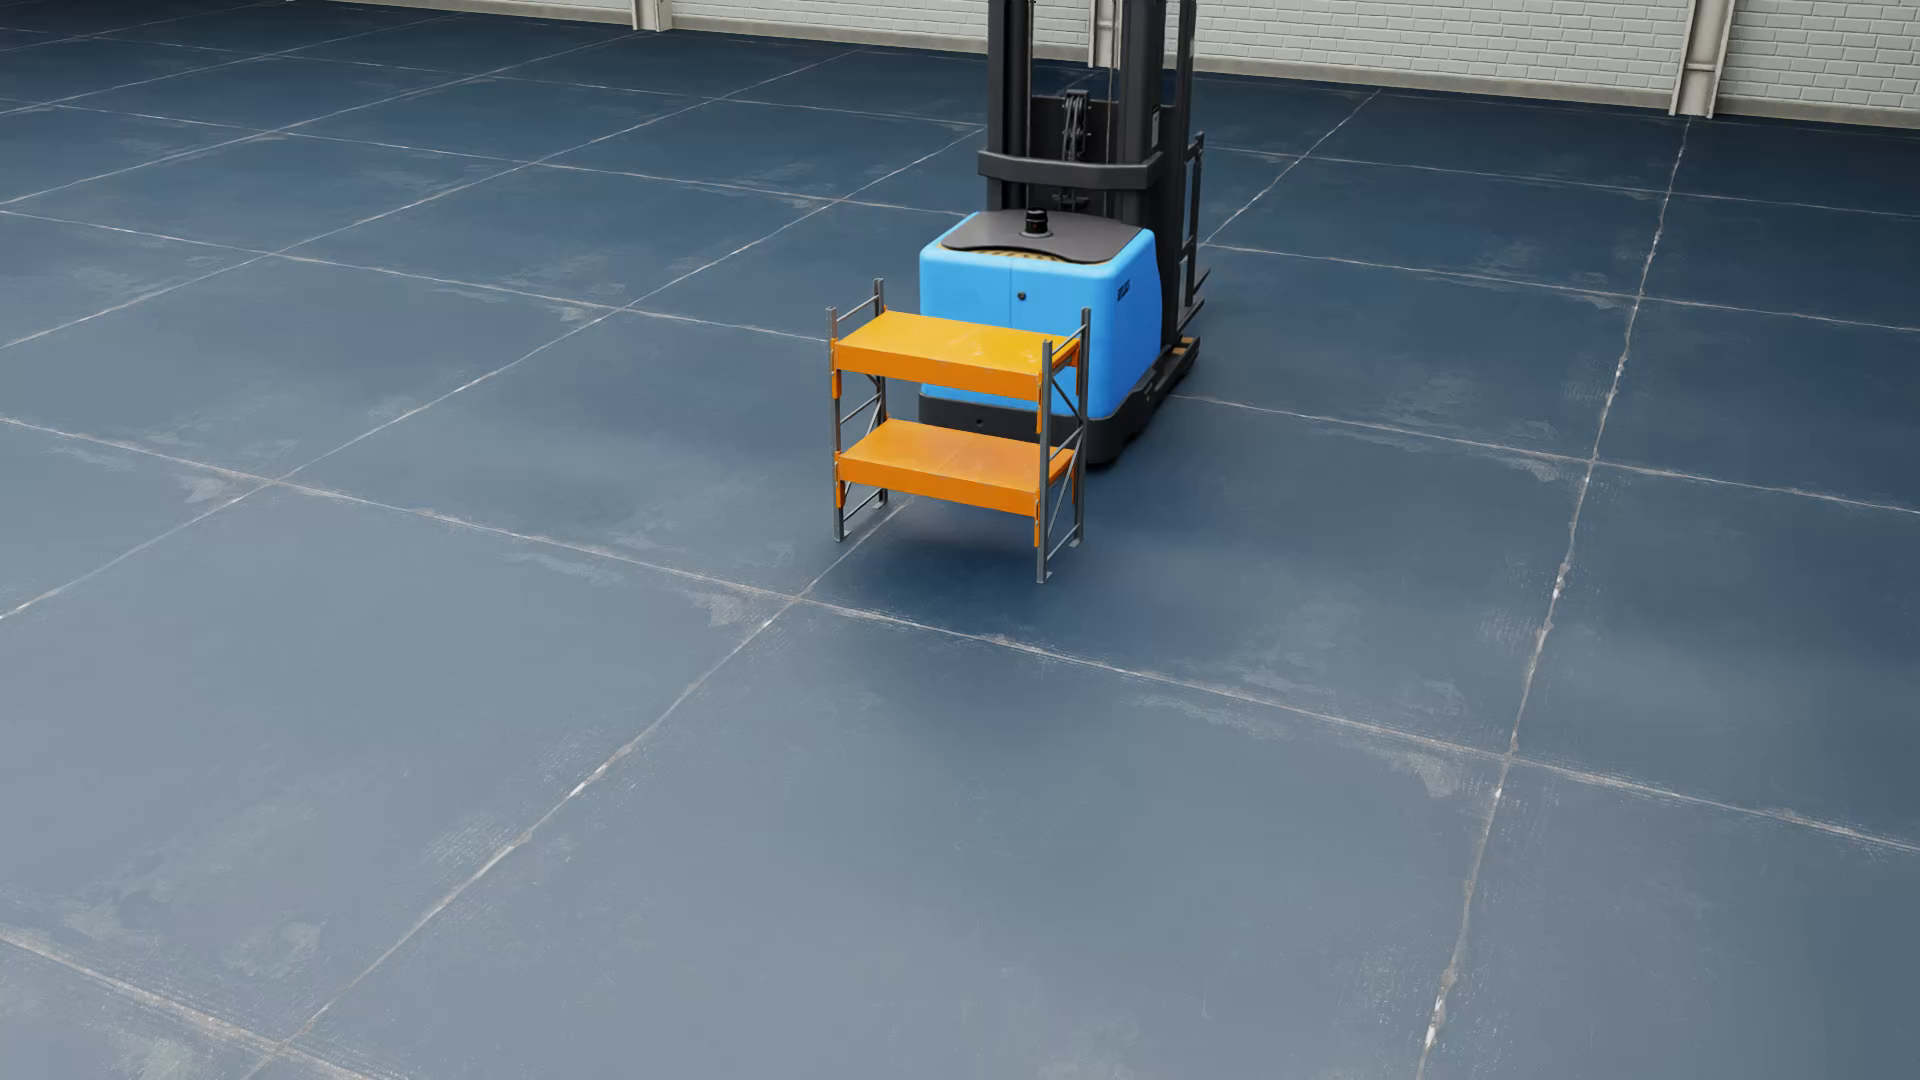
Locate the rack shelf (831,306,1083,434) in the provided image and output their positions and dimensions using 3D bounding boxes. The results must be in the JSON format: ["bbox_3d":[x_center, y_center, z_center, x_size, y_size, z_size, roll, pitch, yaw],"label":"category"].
[{"bbox_3d":[-0.006,-0.768,7.375,1.000,0.278,0.538,11,28,22],"label":"rack shelf"}]

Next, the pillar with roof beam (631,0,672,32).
[{"bbox_3d":[-5.588,-8.652,15.135,0.400,9.000,9.100,11,28,22],"label":"pillar with roof beam"}]

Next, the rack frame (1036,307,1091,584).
[{"bbox_3d":[0.457,-0.413,7.315,0.032,1.125,0.500,11,28,22],"label":"rack frame"}]

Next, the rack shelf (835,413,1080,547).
[{"bbox_3d":[-0.006,-0.287,7.612,1.000,0.278,0.538,11,28,22],"label":"rack shelf"}]

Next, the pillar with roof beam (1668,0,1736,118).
[{"bbox_3d":[5.335,-6.457,10.678,0.400,9.000,9.100,11,28,22],"label":"pillar with roof beam"}]

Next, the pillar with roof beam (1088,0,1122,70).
[{"bbox_3d":[-0.126,-7.555,12.906,0.400,9.000,9.100,11,28,22],"label":"pillar with roof beam"}]

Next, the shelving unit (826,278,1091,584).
[{"bbox_3d":[-0.006,-0.506,7.504,1.048,1.125,0.538,11,28,22],"label":"shelving unit"}]

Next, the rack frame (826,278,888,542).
[{"bbox_3d":[-0.469,-0.599,7.693,0.032,1.125,0.500,11,28,22],"label":"rack frame"}]

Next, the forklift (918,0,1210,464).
[{"bbox_3d":[0.780,-2.328,9.160,1.130,2.935,3.031,9,28,19],"label":"forklift"}]
